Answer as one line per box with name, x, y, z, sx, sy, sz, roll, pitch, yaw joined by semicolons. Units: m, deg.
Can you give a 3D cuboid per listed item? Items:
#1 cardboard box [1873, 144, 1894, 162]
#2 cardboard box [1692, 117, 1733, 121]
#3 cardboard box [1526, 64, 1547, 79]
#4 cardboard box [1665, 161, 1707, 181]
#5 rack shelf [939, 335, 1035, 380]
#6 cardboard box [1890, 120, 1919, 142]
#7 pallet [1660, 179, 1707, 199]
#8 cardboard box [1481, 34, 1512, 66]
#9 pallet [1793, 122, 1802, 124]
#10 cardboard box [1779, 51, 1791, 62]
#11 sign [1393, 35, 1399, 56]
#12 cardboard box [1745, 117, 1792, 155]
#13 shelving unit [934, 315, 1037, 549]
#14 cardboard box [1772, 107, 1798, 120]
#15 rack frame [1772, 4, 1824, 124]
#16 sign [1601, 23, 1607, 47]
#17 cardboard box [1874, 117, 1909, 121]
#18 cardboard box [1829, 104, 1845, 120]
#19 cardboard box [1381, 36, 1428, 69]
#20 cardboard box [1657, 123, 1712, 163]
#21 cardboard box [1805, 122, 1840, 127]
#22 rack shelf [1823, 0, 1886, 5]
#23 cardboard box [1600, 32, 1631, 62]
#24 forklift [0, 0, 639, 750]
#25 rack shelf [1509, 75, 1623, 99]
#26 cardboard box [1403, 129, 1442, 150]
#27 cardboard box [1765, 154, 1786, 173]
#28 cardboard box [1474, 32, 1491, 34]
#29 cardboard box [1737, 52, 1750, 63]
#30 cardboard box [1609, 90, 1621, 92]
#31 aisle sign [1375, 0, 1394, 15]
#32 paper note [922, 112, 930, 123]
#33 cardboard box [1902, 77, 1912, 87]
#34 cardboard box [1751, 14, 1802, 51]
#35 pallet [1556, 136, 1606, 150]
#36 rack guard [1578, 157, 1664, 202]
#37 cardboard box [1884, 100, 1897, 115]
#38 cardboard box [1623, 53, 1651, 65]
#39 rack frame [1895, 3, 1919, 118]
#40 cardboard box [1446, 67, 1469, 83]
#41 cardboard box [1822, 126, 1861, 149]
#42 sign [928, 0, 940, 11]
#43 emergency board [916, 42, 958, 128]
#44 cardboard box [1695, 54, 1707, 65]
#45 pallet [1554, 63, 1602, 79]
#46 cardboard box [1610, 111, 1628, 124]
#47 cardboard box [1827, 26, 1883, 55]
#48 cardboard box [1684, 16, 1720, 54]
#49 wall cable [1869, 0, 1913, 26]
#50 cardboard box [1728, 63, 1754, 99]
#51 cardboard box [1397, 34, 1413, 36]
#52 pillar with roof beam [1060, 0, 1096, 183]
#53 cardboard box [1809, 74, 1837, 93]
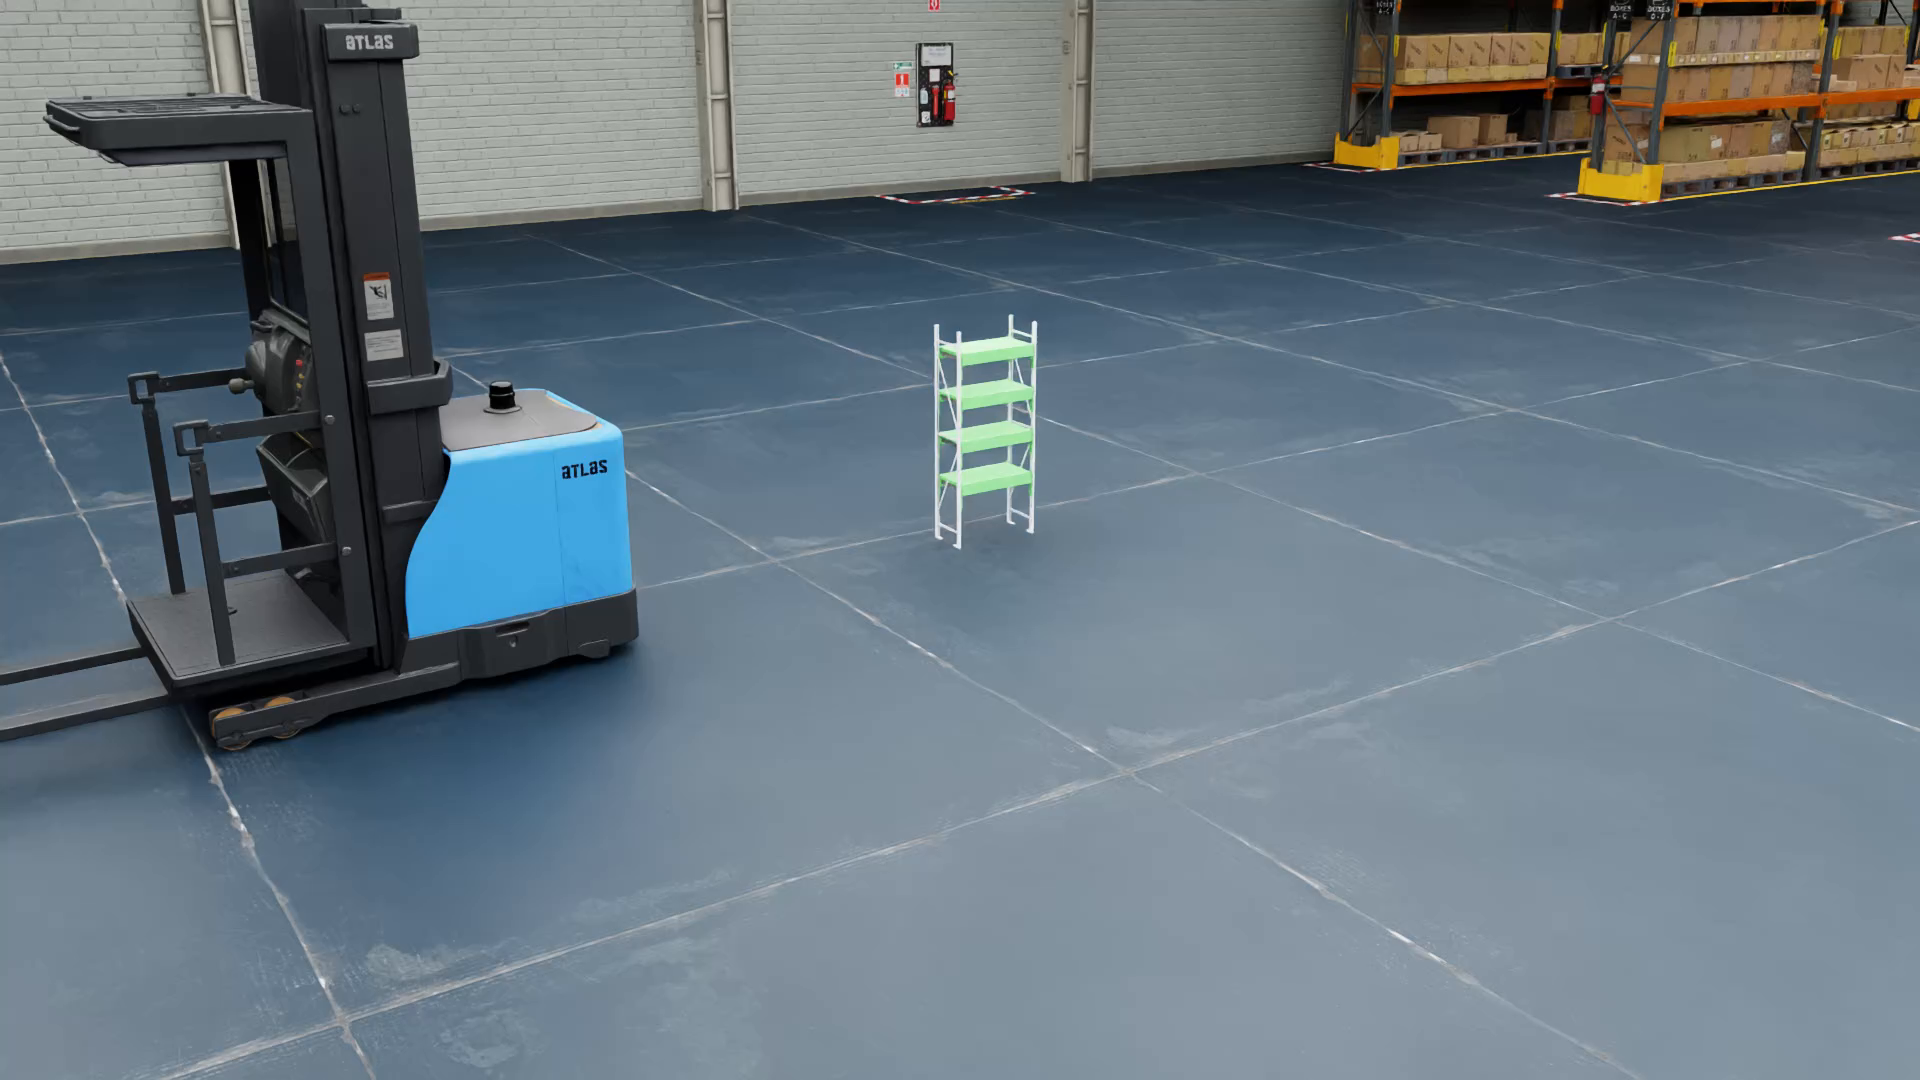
cardboard box;14.510;-6.203;26.547;0.500;0.250;0.500;-11;22;-30
cardboard box;11.358;-6.109;25.097;0.500;0.500;0.500;-12;22;-31
cardboard box;9.796;-8.129;28.810;0.500;0.250;0.500;-12;22;-31
cardboard box;10.397;-5.347;24.015;0.500;0.250;0.500;-12;22;-31
rack shelf;0.138;-0.992;9.006;0.480;0.148;0.258;-12;22;-31
cardboard box;15.361;-6.646;26.982;0.500;0.311;0.500;-12;22;-32
pallet;10.027;-5.151;24.153;1.213;0.211;1.003;-12;22;-31
cardboard box;8.960;-8.308;28.167;0.500;0.500;0.500;-13;22;-33
pallet;16.103;-8.287;33.429;1.213;0.211;1.003;-12;22;-31
cardboard box;11.999;-7.144;24.524;0.250;0.149;0.380;-12;22;-32
sign;6.983;-7.916;26.624;0.005;0.325;0.100;-12;22;-31
cardboard box;12.061;-6.058;24.946;0.500;0.500;0.500;-12;22;-31
shelving unit;0.138;-0.598;9.139;0.503;1.200;0.258;-12;22;-31
cardboard box;16.235;-8.796;33.280;0.750;0.750;0.750;-12;22;-31
rack frame;16.706;-9.765;33.444;0.127;3.000;1.000;-12;22;-31
sign;9.125;-7.135;23.488;0.005;0.325;0.100;-12;22;-31
cardboard box;15.494;-6.884;27.685;0.500;0.311;0.500;-11;22;-30
cardboard box;17.809;-8.971;34.345;0.500;0.500;0.700;-12;22;-32
cardboard box;7.248;-7.948;27.104;0.500;0.500;0.500;-12;22;-31
cardboard box;10.398;-5.702;23.893;0.500;0.500;0.500;-12;22;-31
cardboard box;13.782;-6.522;26.614;0.500;0.311;0.500;-12;22;-32
rack shelf;18.377;-11.197;34.121;4.000;0.370;1.077;-12;22;-31
cardboard box;11.950;-9.005;30.354;0.500;0.500;0.700;-12;22;-31
forklift;-2.993;-0.730;6.828;3.031;2.935;1.130;-12;22;-32
rack shelf;11.695;-8.367;30.433;4.000;0.370;1.077;-12;22;-31
cardboard box;7.788;-6.784;28.138;0.500;0.311;0.500;-10;21;-27
cardboard box;12.062;-5.702;25.065;0.500;0.250;0.500;-12;22;-31
cardboard box;9.083;-8.532;28.831;0.500;0.500;0.500;-12;22;-32
cardboard box;11.142;-6.963;23.989;0.250;0.149;0.380;-12;22;-31
cardboard box;12.282;-8.215;30.906;0.500;0.250;0.500;-11;22;-30
aisle sign;6.789;-8.789;26.501;0.004;0.787;0.394;-12;22;-31
paper note;-0.489;-6.094;23.961;0.142;0.148;0.016;-12;22;-31
cardboard box;15.059;-7.377;26.774;0.250;0.149;0.380;-10;21;-27
cardboard box;11.964;-7.524;24.634;0.500;0.500;0.700;-12;22;-32
pallet;11.694;-7.388;30.769;1.213;0.211;1.003;-12;22;-31
rack guard;9.392;-5.138;23.662;0.348;0.500;1.175;-12;22;-31
cardboard box;19.517;-9.334;35.417;0.500;0.500;0.700;-12;22;-31
cardboard box;9.626;-6.799;23.505;0.250;0.149;0.380;-12;22;-32
rack frame;16.093;-7.736;27.443;0.127;3.000;1.000;-12;22;-31
cardboard box;8.121;-7.774;27.758;0.500;0.250;0.500;-12;22;-32
cardboard box;13.655;-6.286;25.917;0.500;0.311;0.500;-12;22;-32
sign;-0.365;-7.647;23.561;0.199;0.298;0.001;-12;22;-31
emergency board;-0.303;-6.524;23.858;0.643;1.169;0.194;-12;22;-31
cardboard box;10.286;-6.783;23.457;0.250;0.149;0.380;-12;22;-31
pallet;10.743;-8.360;29.590;1.213;0.211;1.003;-12;22;-31
cardboard box;11.899;-7.789;30.816;0.500;0.500;0.700;-12;22;-32
cardboard box;18.383;-10.256;34.429;0.700;0.700;0.980;-13;23;-34
cardboard box;10.289;-7.171;23.590;0.500;0.500;0.700;-13;22;-33
wall cable;20.596;-11.429;36.781;1.851;1.984;0.084;-12;22;-31
cardboard box;11.100;-6.726;24.300;0.500;0.500;0.700;-11;22;-30
cardboard box;7.387;-8.170;27.761;0.500;0.500;0.500;-12;22;-31
pillar with roof beam;4.150;-8.639;20.748;0.400;9.000;9.100;-12;22;-31
cardboard box;13.139;-7.058;25.674;0.500;0.250;0.500;-10;21;-28
